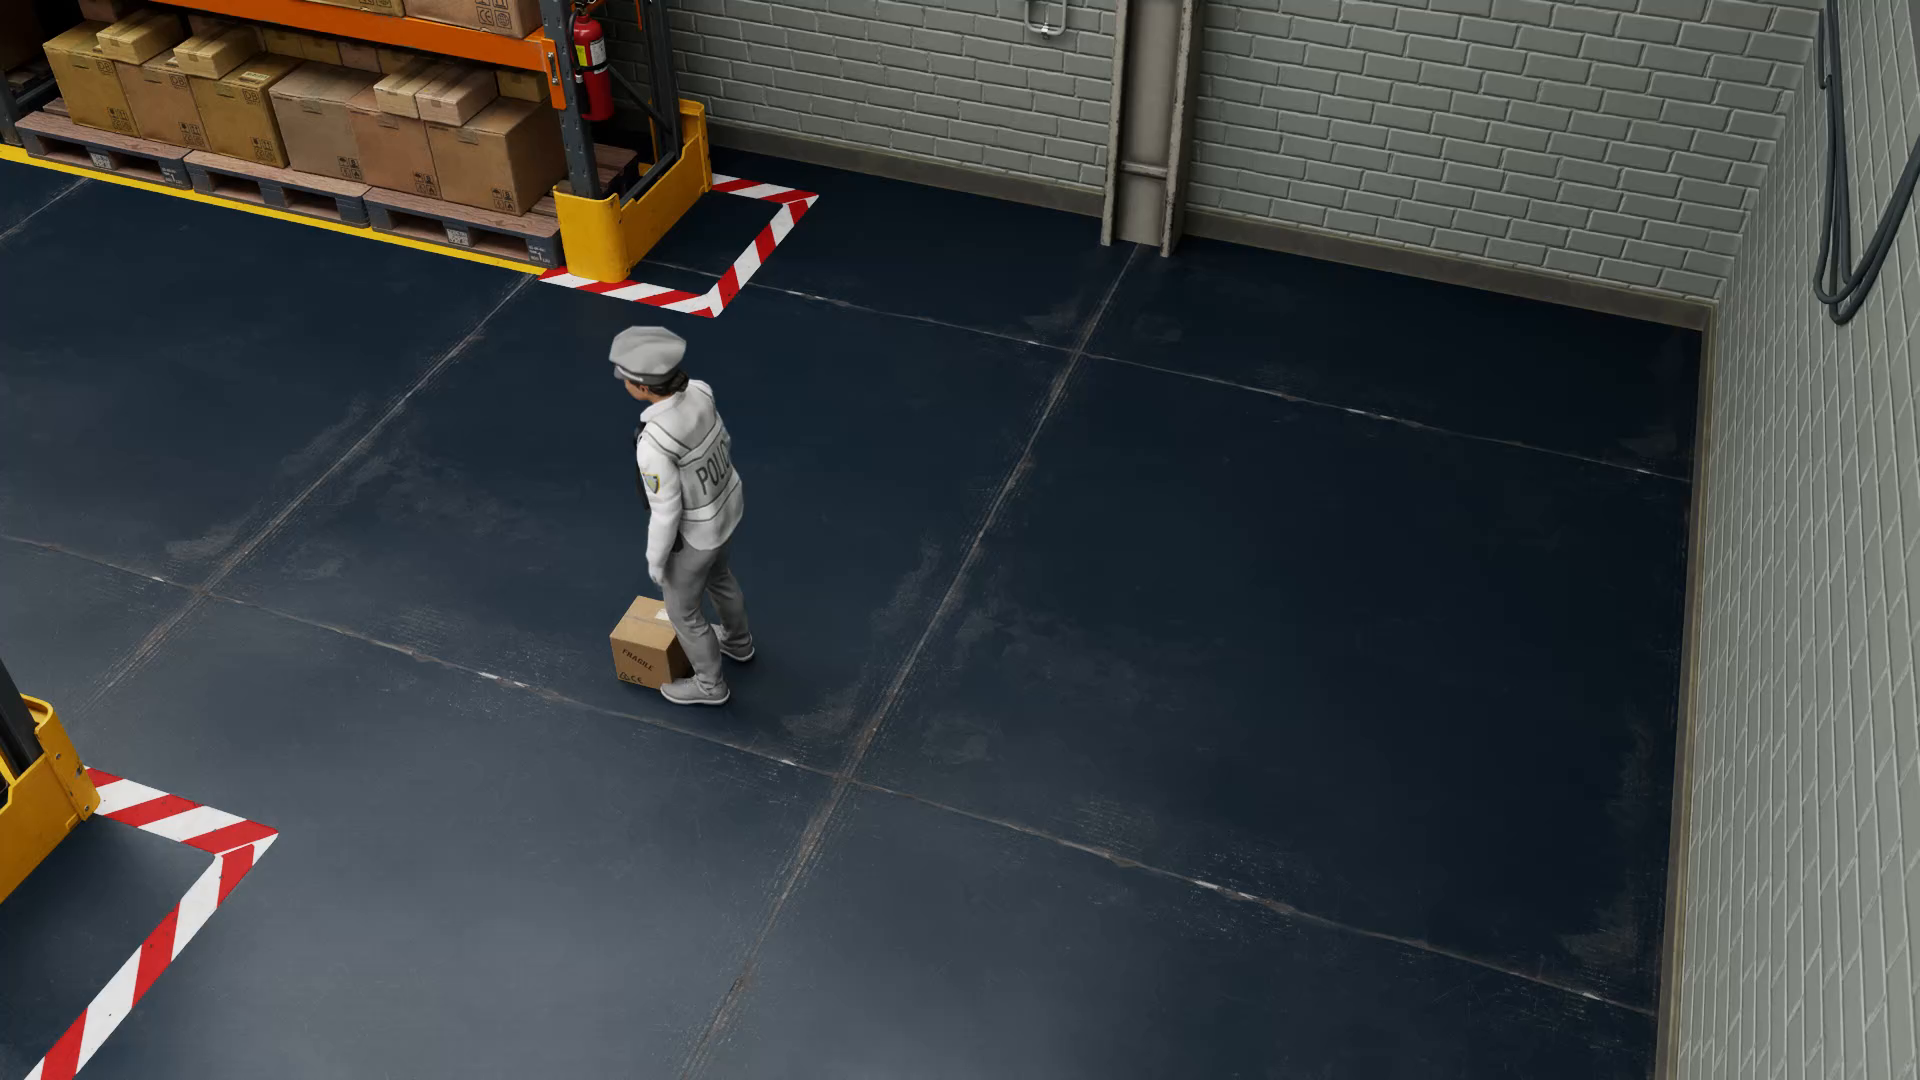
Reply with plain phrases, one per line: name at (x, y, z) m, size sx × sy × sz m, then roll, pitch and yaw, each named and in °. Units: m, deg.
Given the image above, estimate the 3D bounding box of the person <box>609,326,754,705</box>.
person at (-1.011, -0.056, 6.219) m, size 0.378 × 1.663 × 0.531 m, roll 13°, pitch 43°, yaw 14°
